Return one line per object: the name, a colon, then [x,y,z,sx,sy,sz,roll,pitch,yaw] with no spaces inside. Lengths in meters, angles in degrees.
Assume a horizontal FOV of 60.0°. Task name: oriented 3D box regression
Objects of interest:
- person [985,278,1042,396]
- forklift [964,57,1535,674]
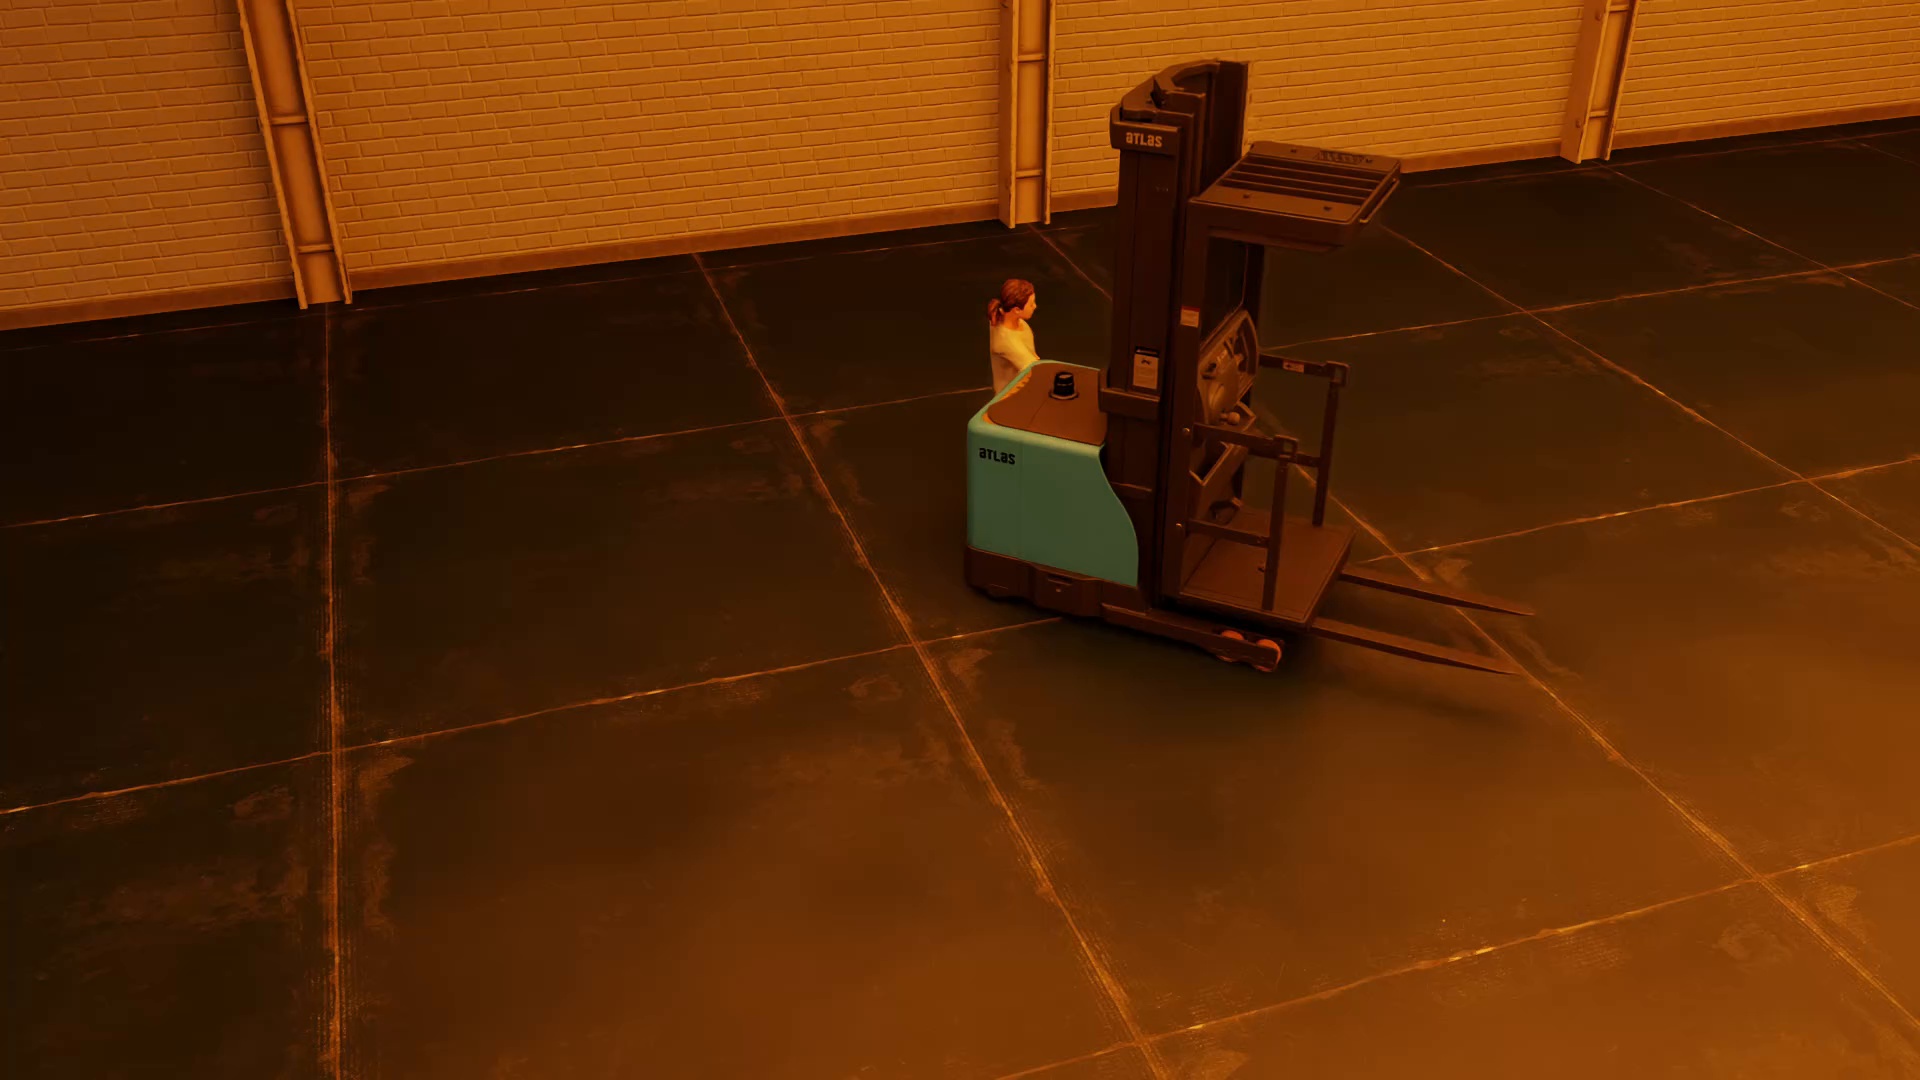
person: [0.488,-0.862,9.999,0.697,1.518,0.719,1,30,1]
forklift: [1.580,-0.879,8.615,3.031,2.935,1.130,13,33,22]
